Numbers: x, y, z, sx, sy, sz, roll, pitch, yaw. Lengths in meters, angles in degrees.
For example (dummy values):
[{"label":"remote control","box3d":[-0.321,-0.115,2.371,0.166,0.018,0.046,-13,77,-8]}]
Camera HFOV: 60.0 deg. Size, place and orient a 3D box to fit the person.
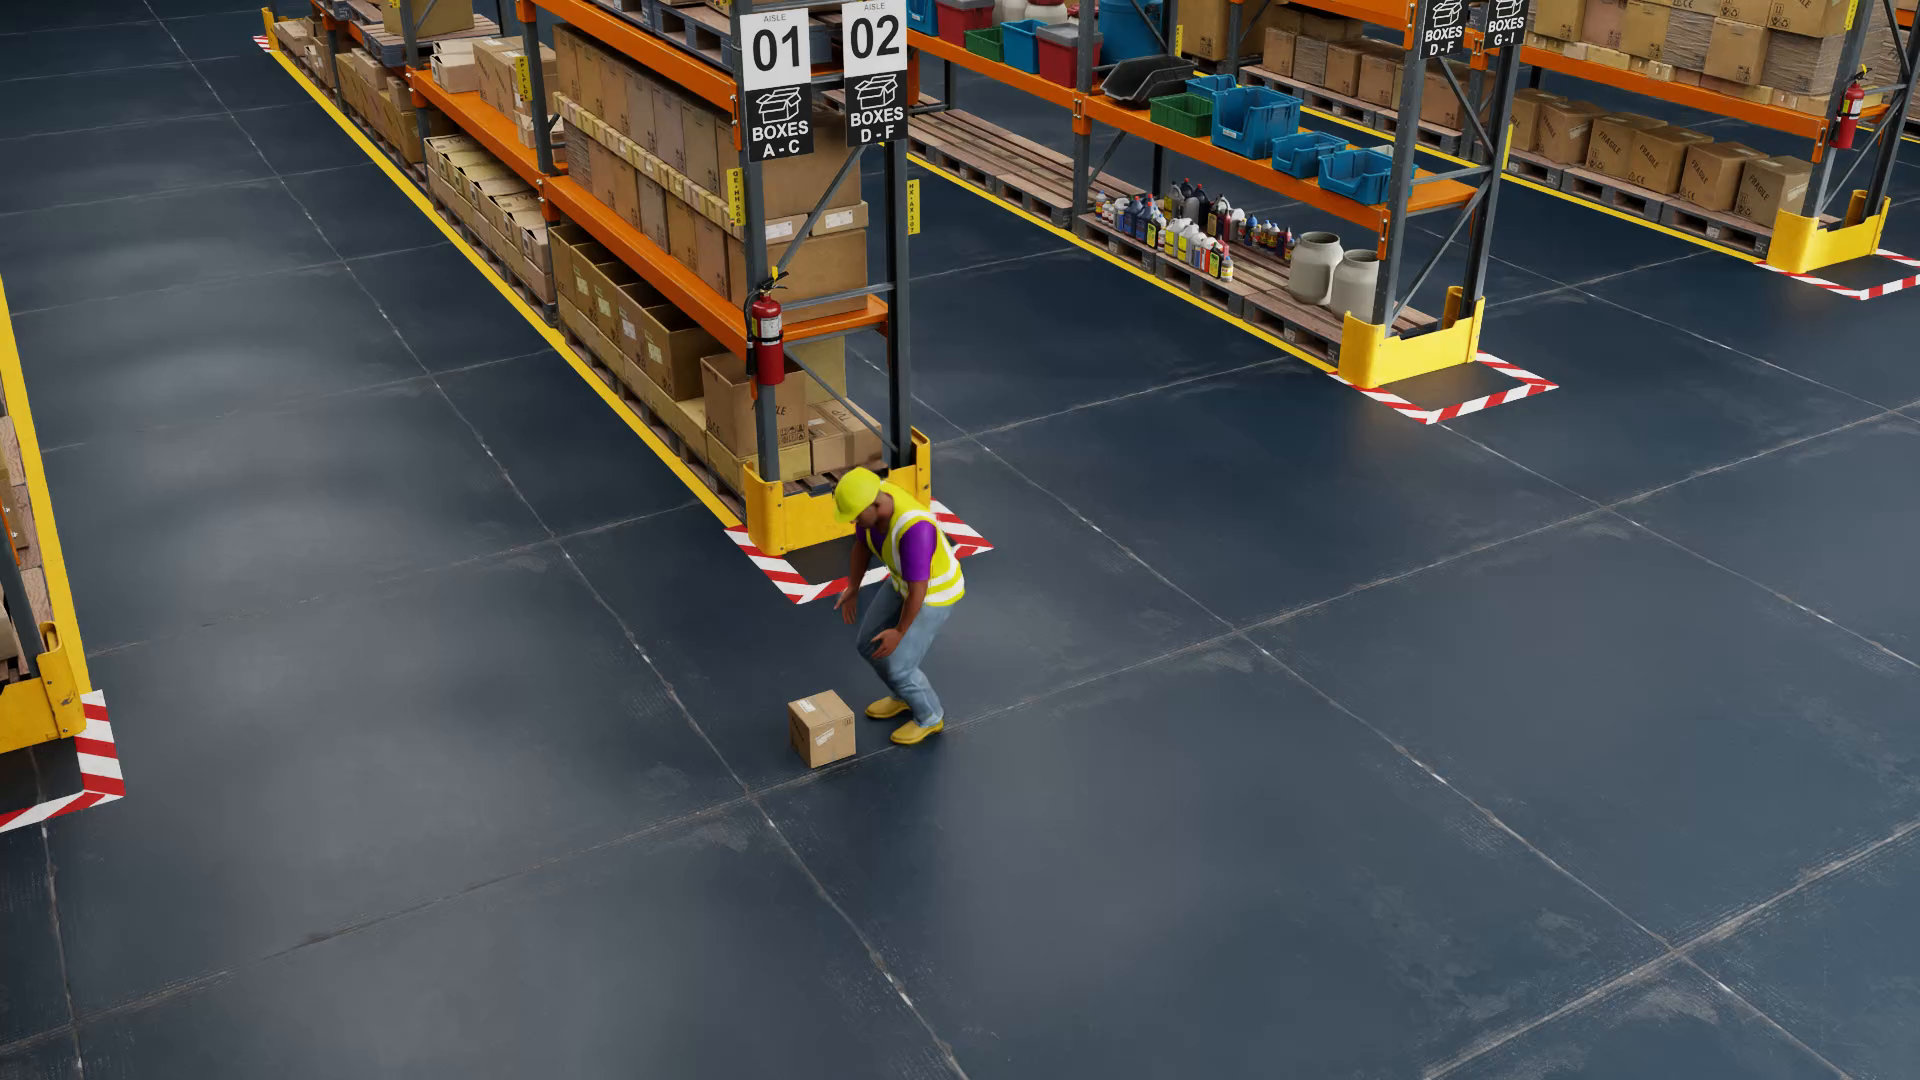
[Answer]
[{"label":"person","box3d":[-0.300,0.296,8.235,0.666,1.543,0.625,-15,32,-26]}]
